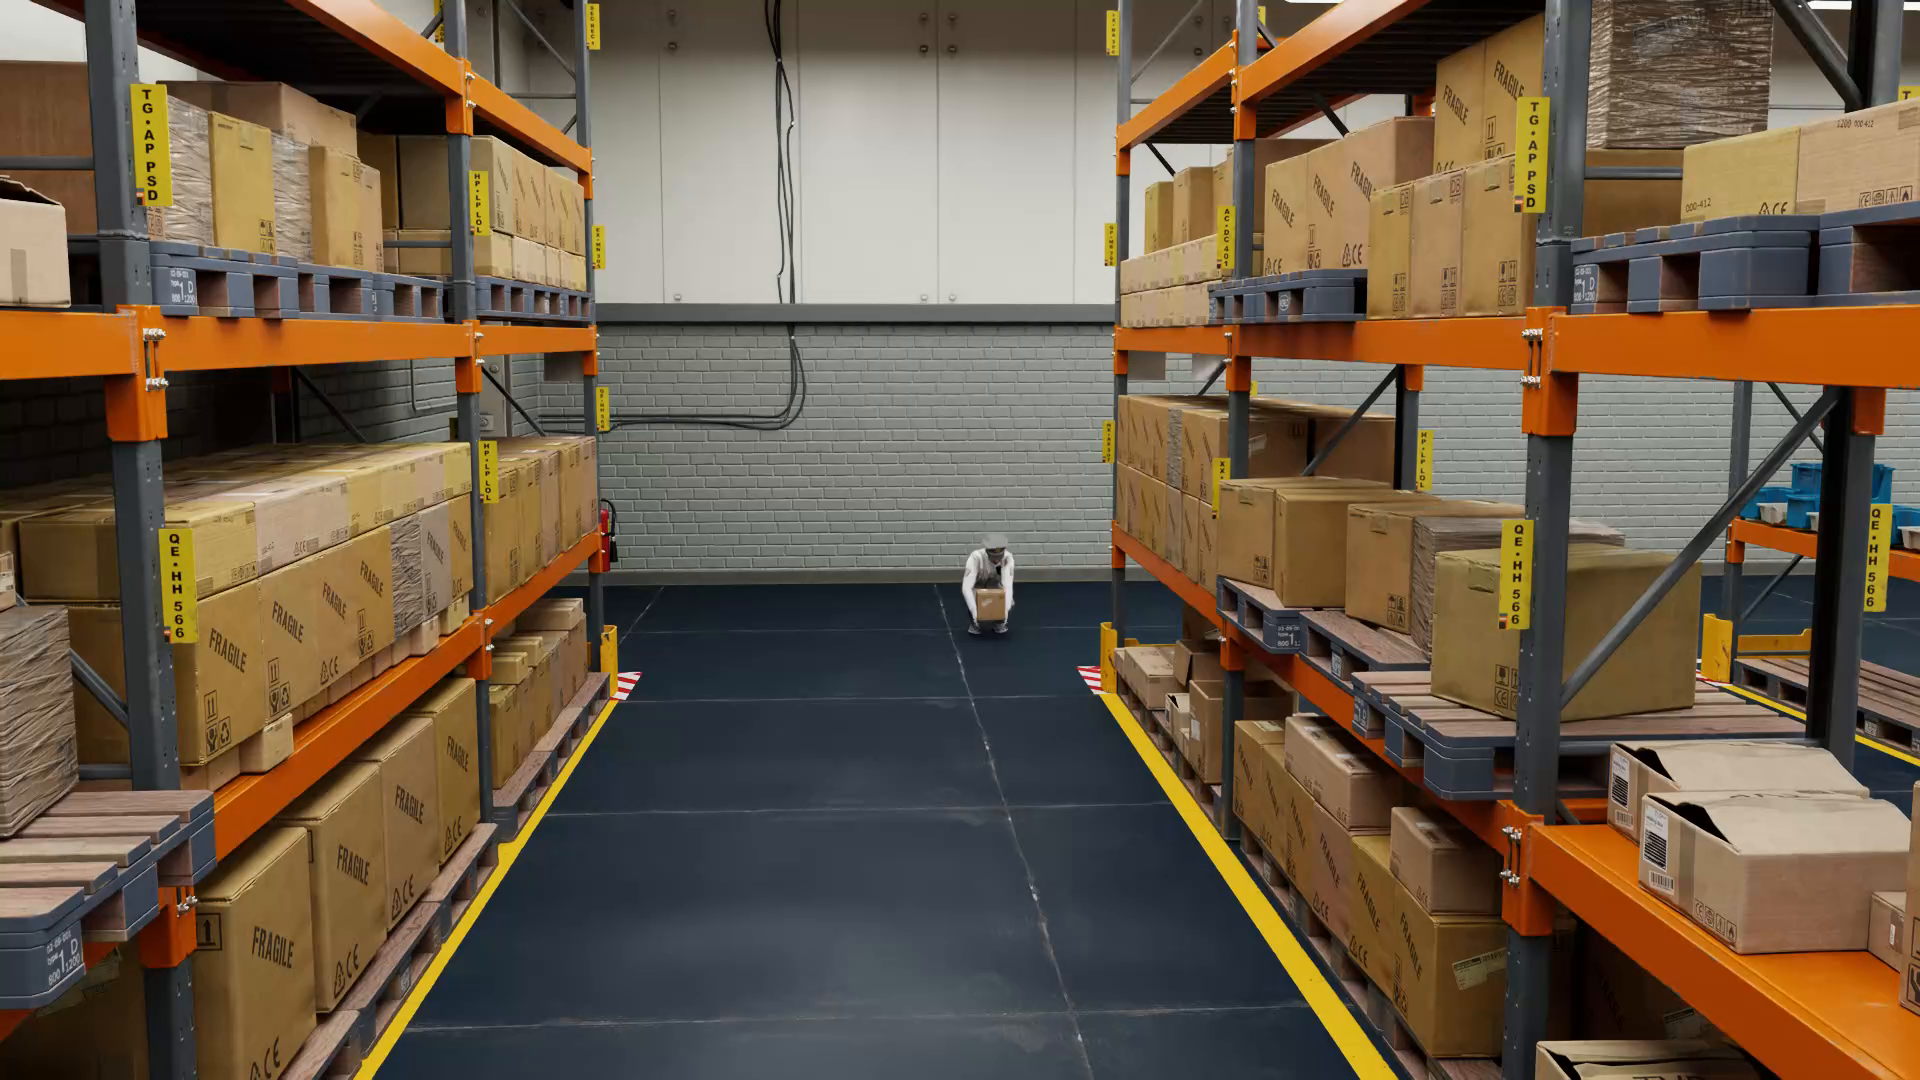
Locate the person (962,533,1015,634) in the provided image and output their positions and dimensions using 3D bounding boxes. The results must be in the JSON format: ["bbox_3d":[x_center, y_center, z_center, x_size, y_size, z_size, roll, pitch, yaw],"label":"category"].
[{"bbox_3d":[0.253,0.400,15.414,0.489,0.970,0.826,-1,7,-4],"label":"person"}]
